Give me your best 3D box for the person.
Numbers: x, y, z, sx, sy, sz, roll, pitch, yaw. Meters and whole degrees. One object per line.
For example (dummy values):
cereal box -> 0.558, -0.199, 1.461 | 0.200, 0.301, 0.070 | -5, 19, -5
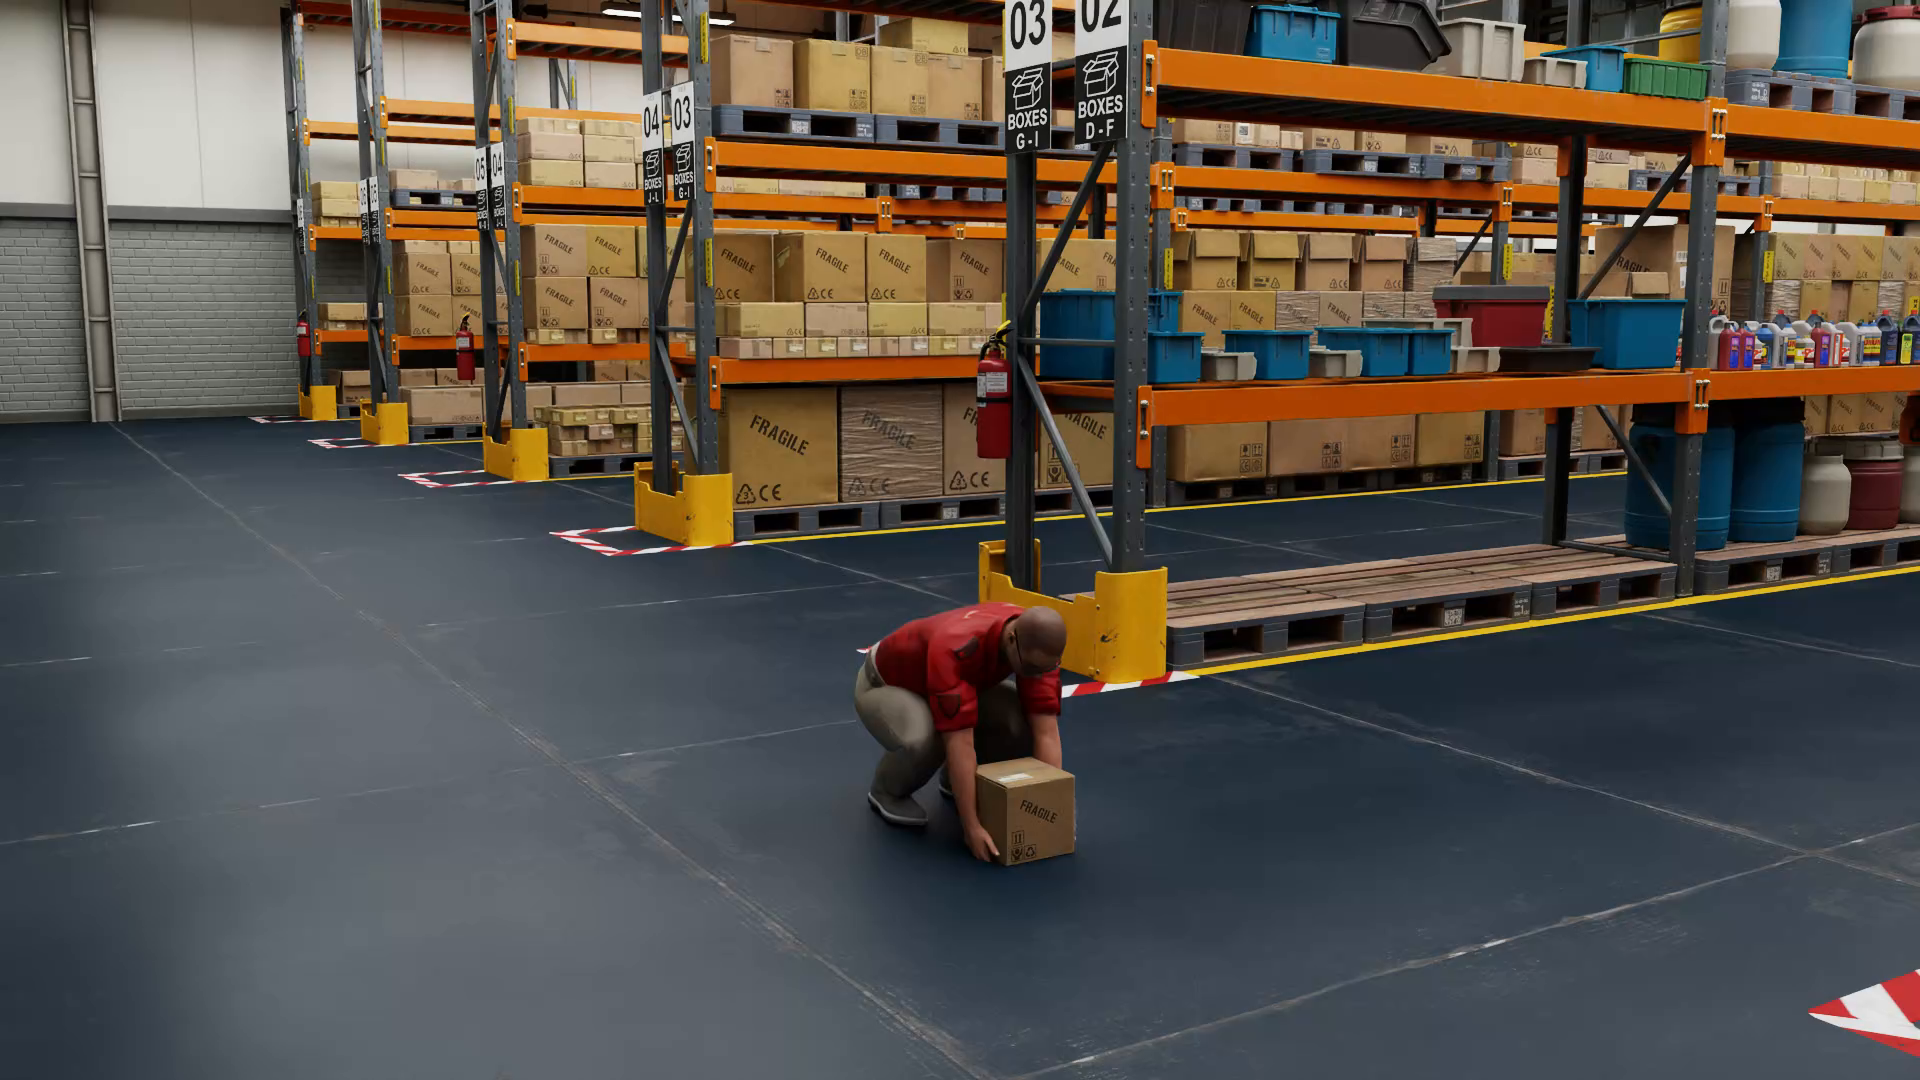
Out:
person -> 0.014, 0.589, 5.439 | 0.544, 0.859, 0.895 | -5, 9, -31
